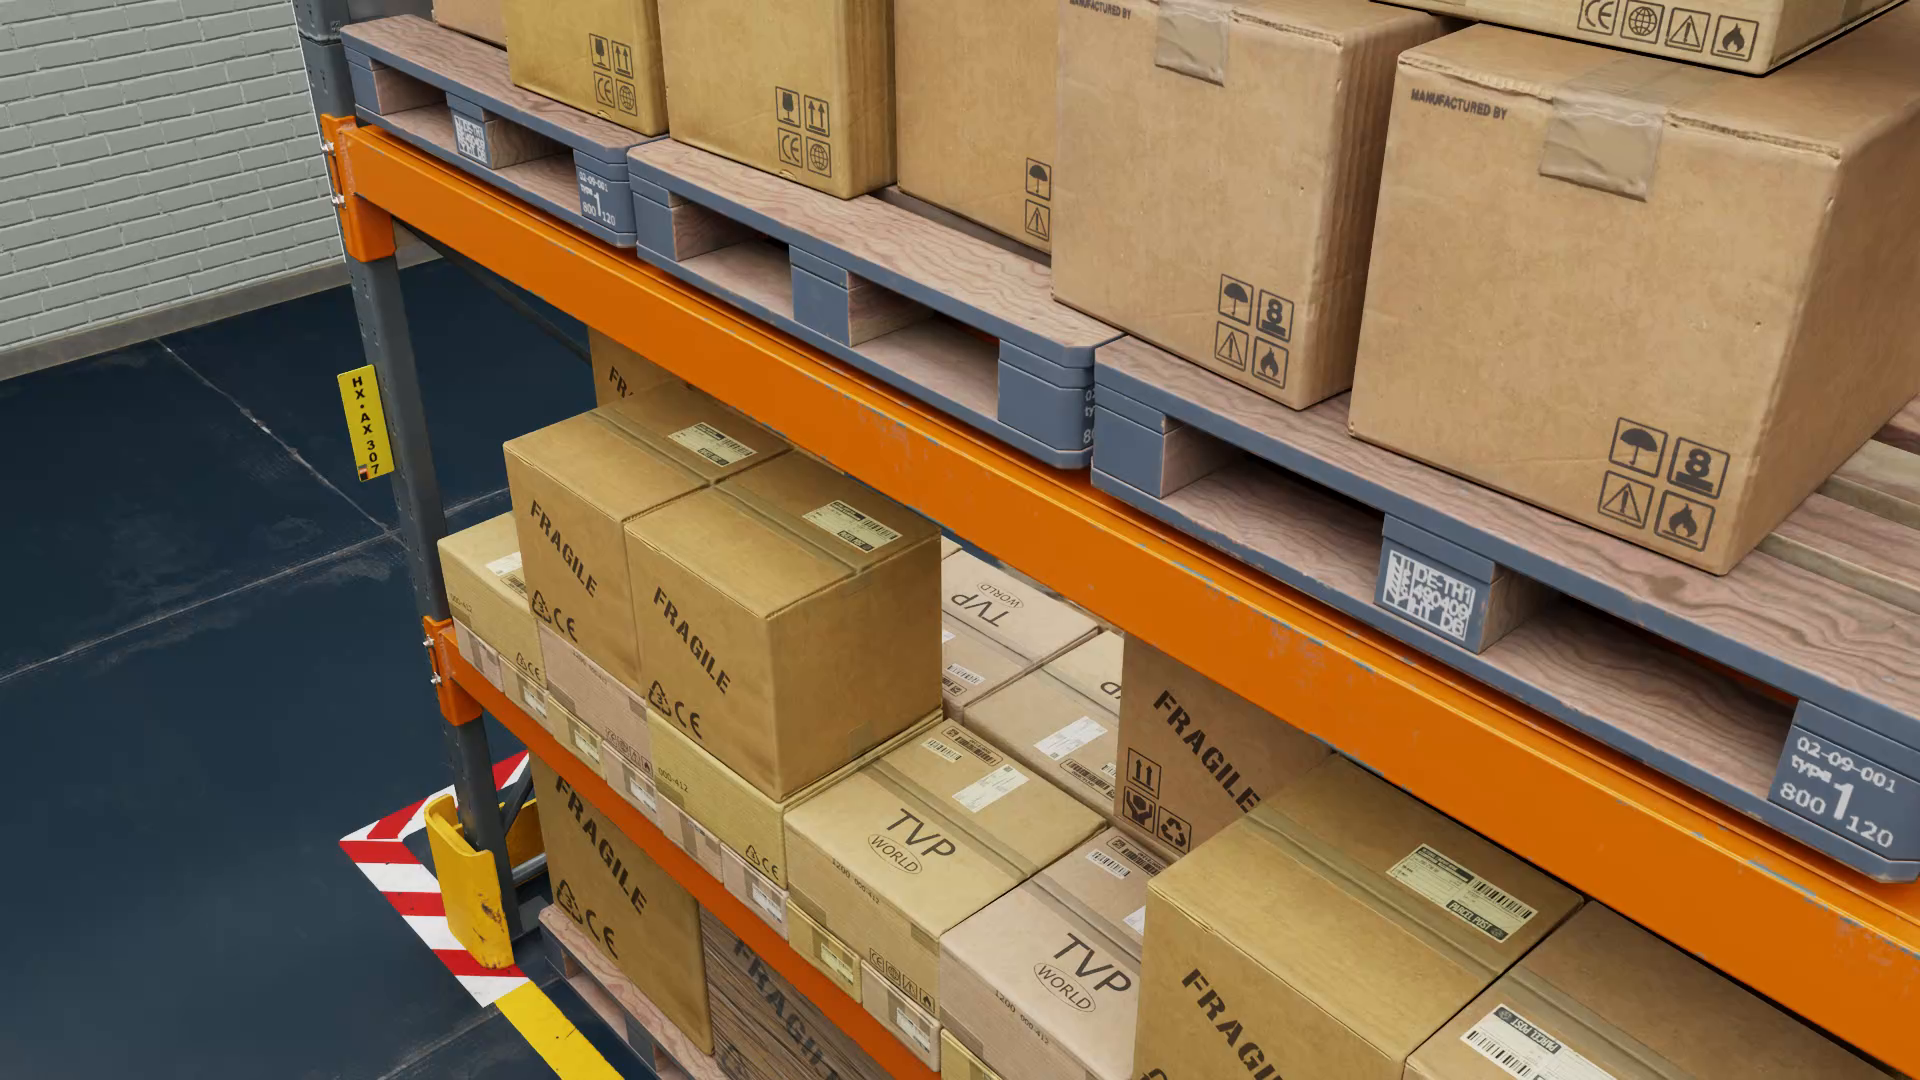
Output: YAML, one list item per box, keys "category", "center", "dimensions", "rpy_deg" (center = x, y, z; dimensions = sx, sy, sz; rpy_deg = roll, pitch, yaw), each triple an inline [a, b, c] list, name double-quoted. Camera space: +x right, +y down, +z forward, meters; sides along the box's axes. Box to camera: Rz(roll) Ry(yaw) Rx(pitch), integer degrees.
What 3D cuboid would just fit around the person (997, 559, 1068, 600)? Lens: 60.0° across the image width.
- category: "person"
  center: [0.356, 0.108, 5.915]
  dimensions: [0.487, 1.769, 0.605]
  rpy_deg: [-4, 32, -7]
